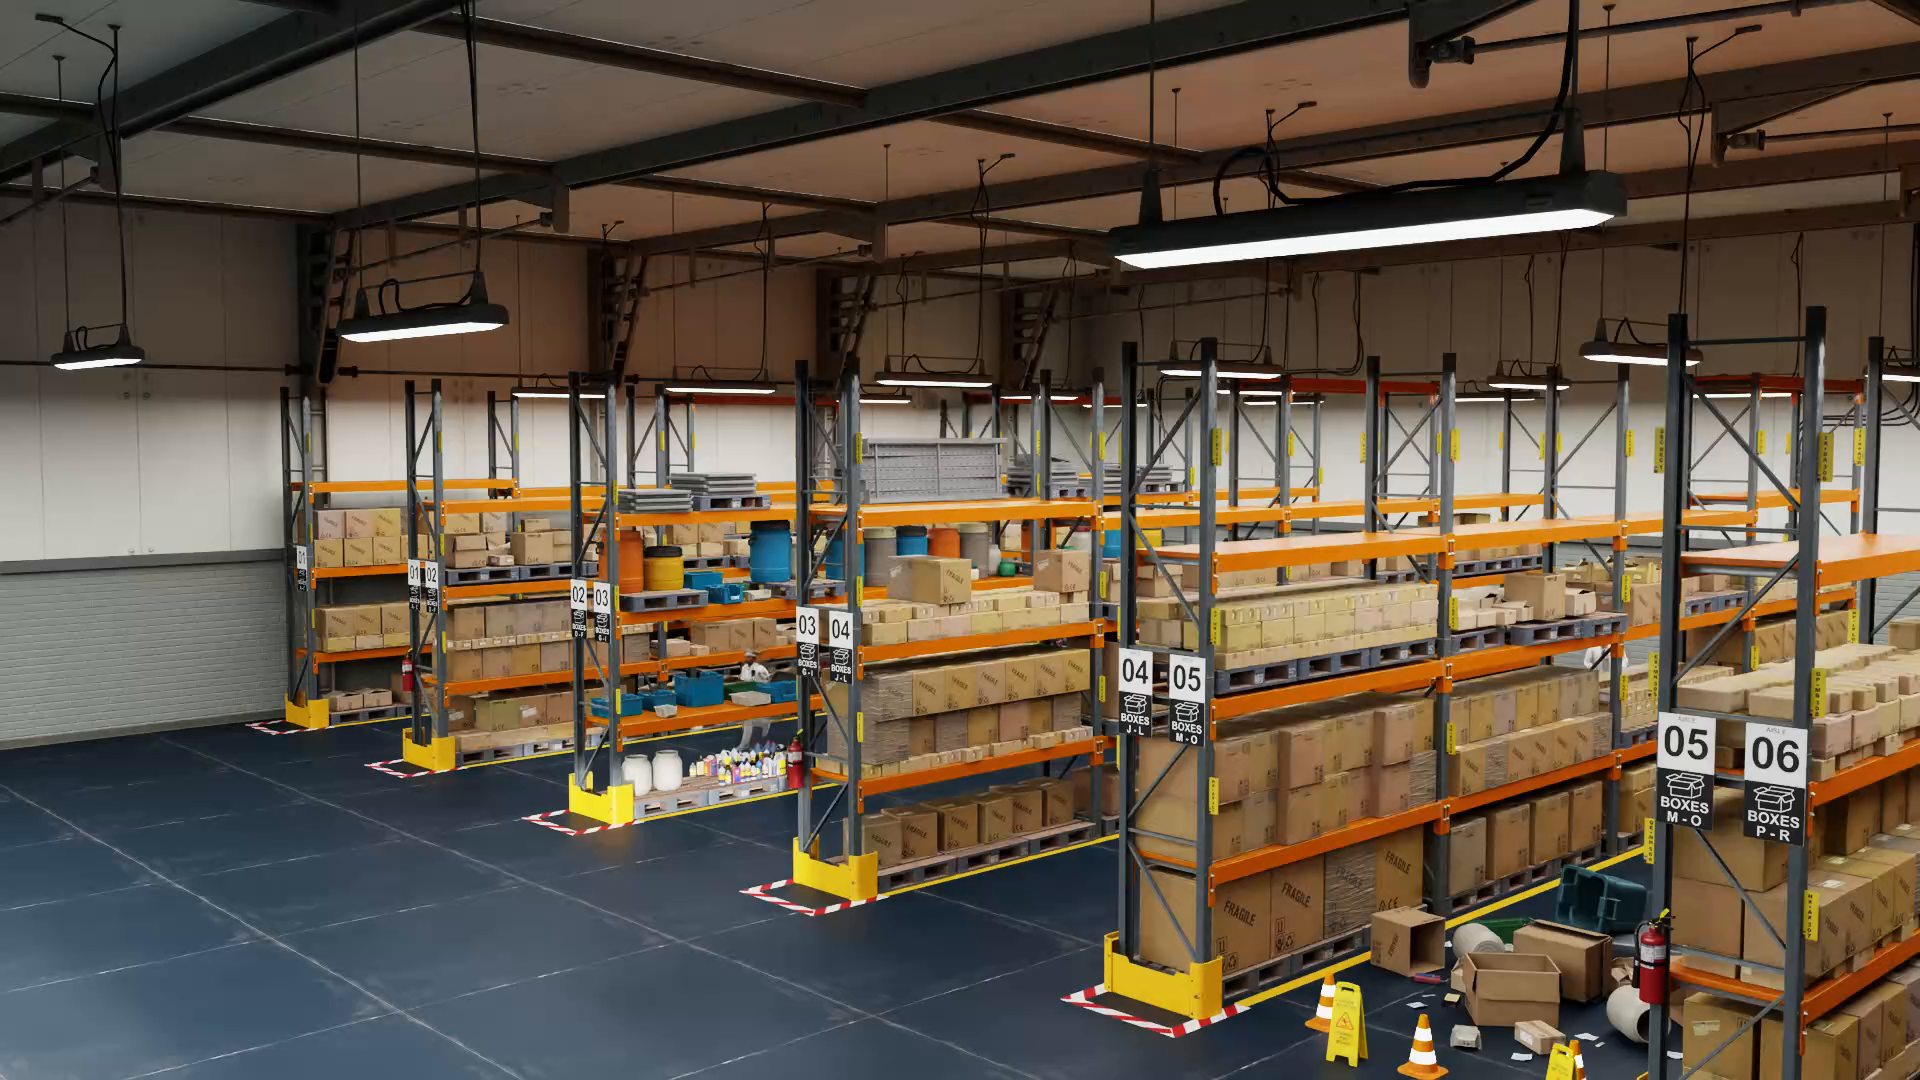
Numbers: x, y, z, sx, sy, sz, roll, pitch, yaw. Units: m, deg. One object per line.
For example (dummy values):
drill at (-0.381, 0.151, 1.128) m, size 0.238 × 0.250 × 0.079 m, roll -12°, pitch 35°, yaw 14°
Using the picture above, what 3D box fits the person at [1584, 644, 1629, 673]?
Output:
person at (11.331, 2.451, 29.185) m, size 0.736 × 1.723 × 0.690 m, roll 2°, pitch 4°, yaw 23°

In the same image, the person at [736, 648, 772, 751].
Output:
person at (-3.366, 2.597, 27.366) m, size 0.600 × 1.683 × 0.804 m, roll 3°, pitch 5°, yaw 36°
